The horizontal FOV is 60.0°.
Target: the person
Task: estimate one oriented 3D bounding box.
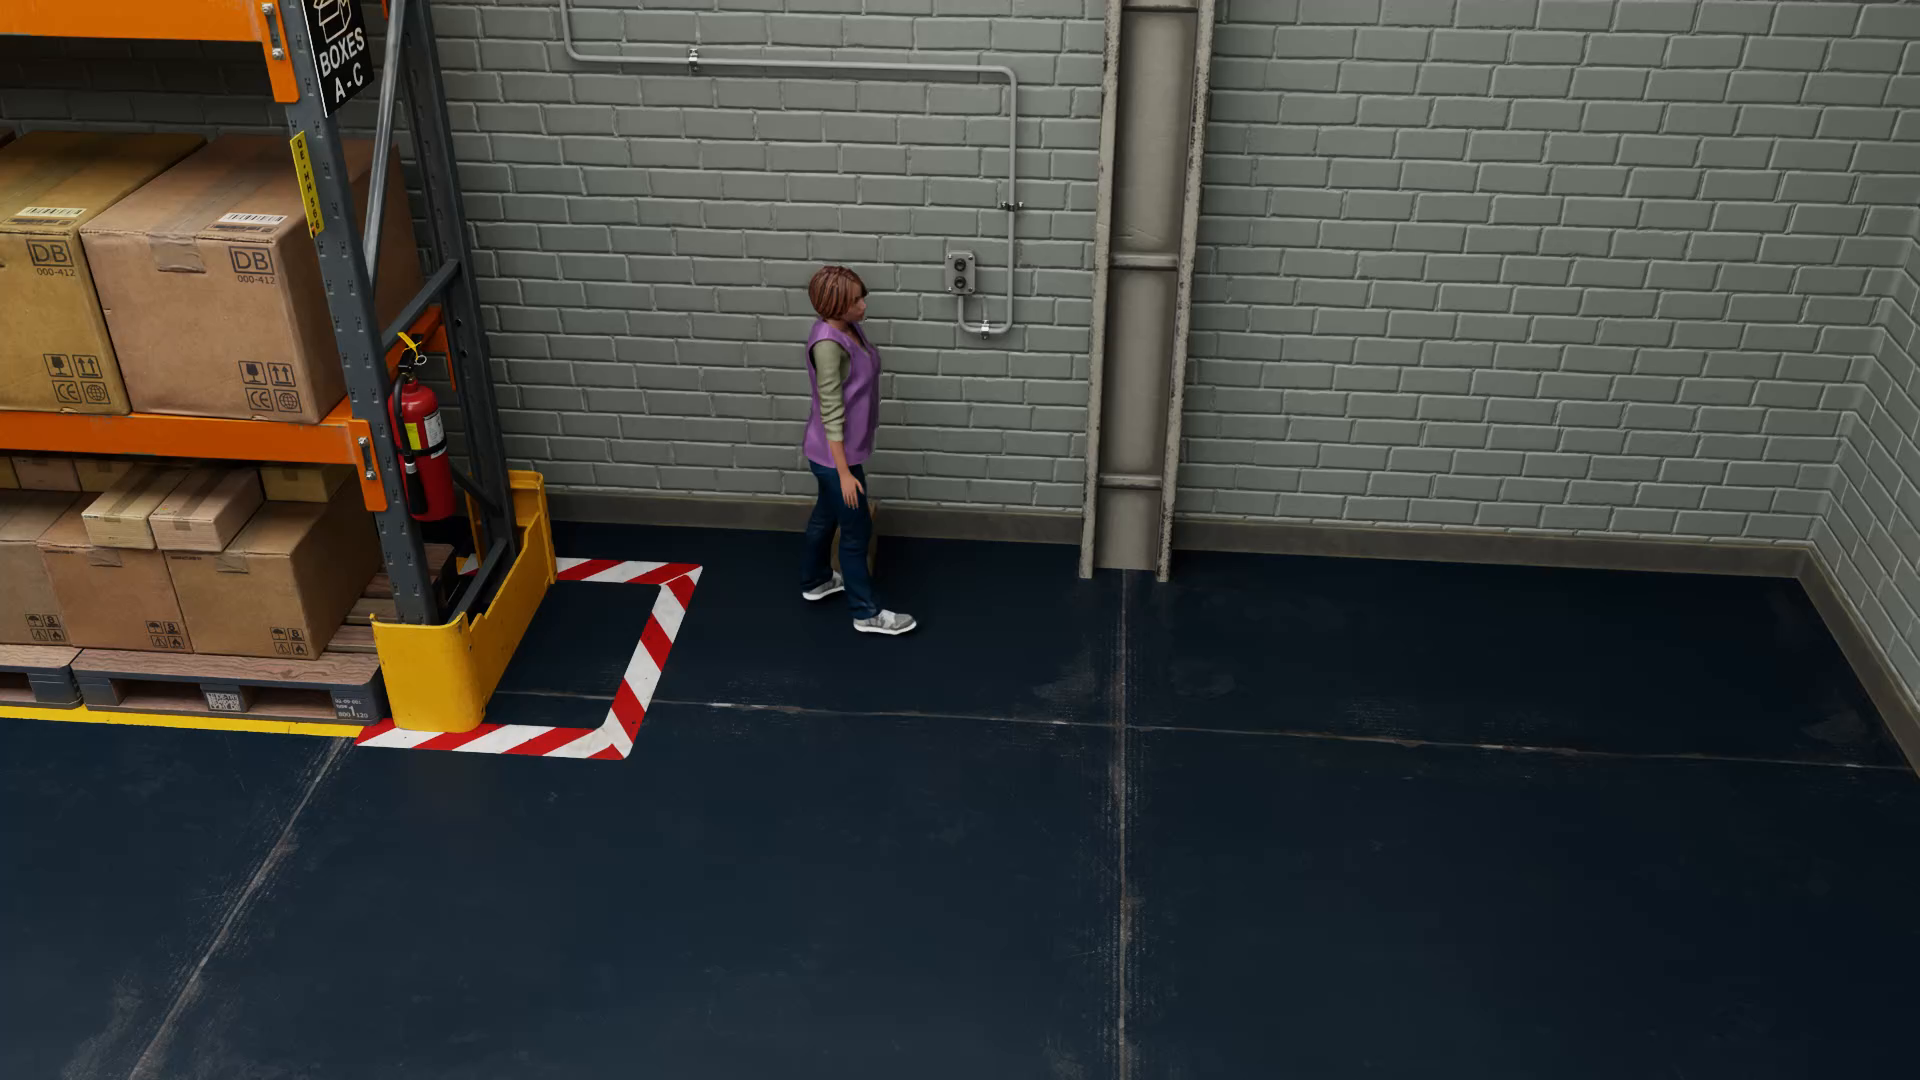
[{"bbox_3d":[-0.437,-0.348,6.667,0.525,1.582,0.561,1,32,2],"label":"person"}]
